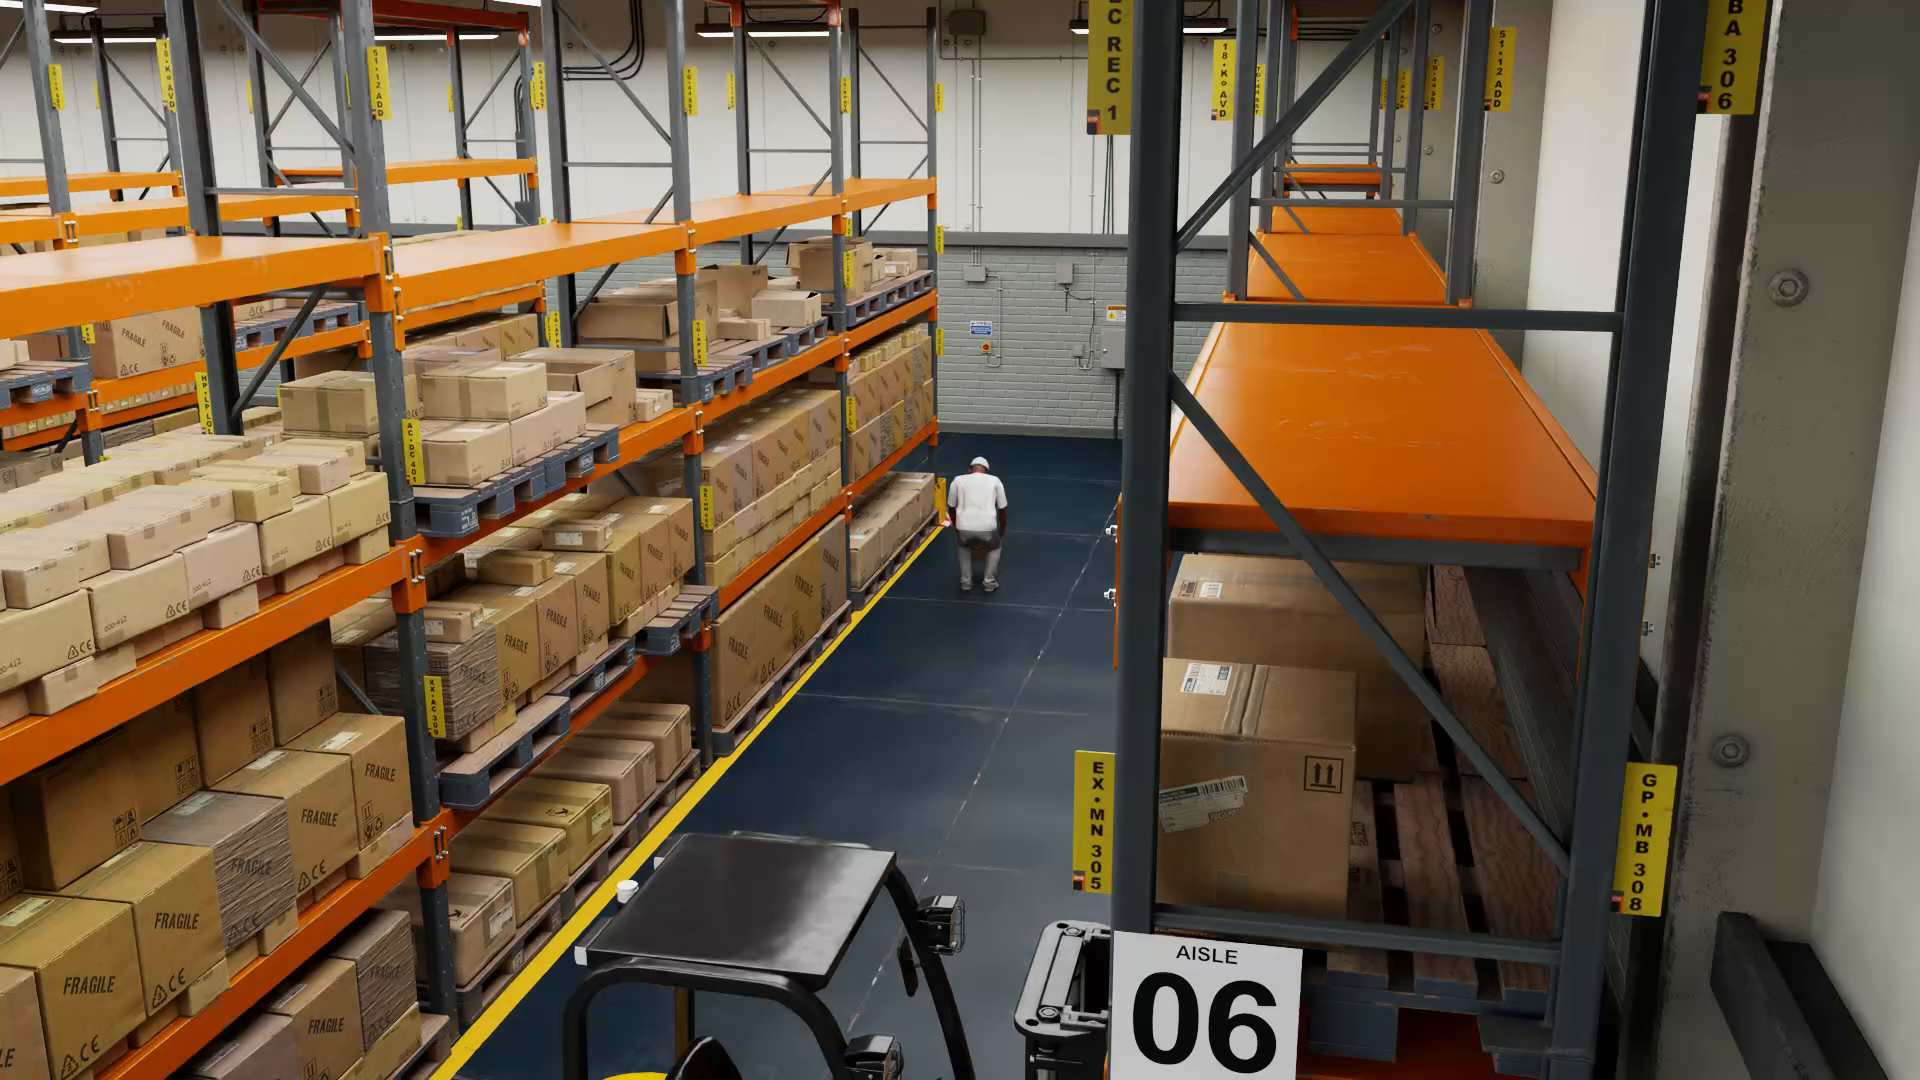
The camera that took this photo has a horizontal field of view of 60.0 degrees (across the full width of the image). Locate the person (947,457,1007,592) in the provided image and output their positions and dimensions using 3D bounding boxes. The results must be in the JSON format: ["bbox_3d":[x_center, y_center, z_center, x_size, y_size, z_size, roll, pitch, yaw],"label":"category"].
[{"bbox_3d":[0.163,-0.160,17.419,0.631,1.346,0.790,3,15,10],"label":"person"}]
